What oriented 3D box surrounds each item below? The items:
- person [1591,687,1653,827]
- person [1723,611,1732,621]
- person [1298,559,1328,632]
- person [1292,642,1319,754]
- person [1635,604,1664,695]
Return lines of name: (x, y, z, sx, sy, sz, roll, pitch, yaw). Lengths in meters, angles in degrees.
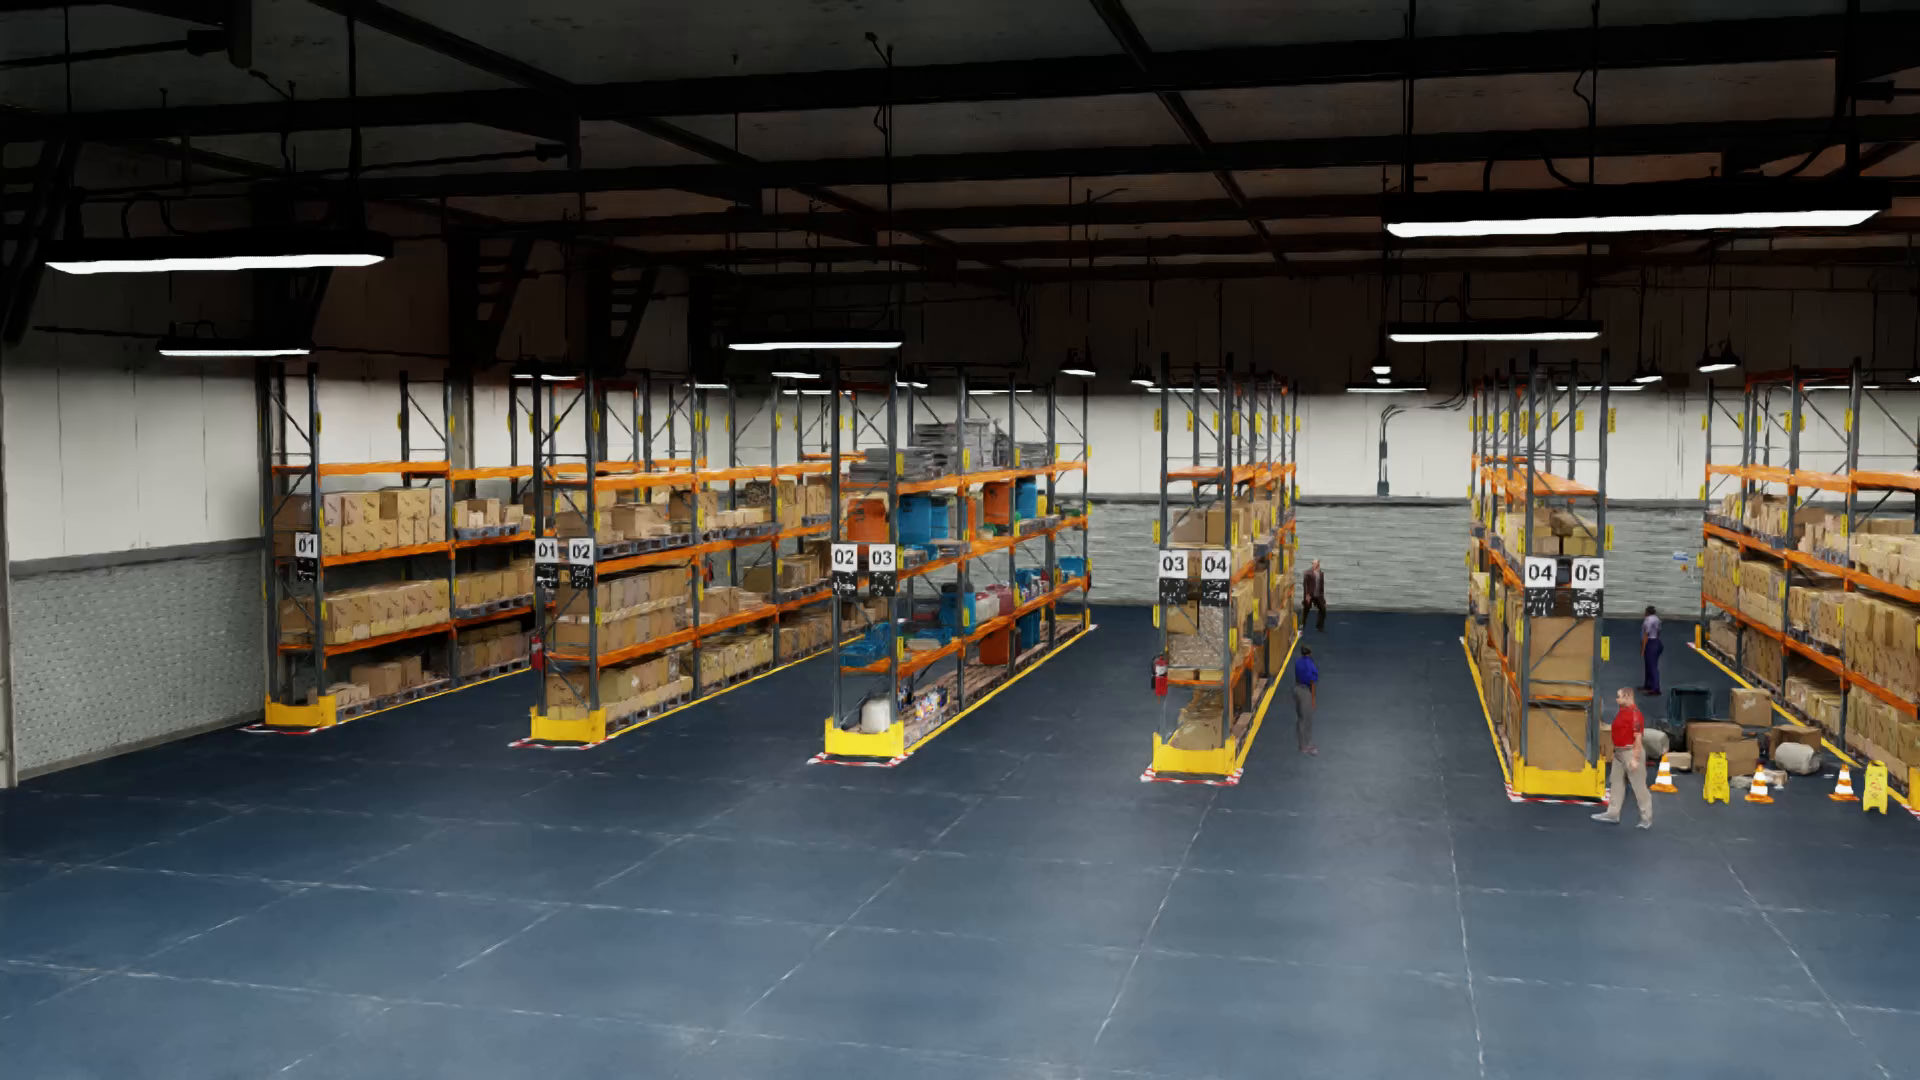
person: (8.283, 2.683, 20.721, 0.631, 1.711, 0.674, 0, 4, -2)
person: (18.440, 1.340, 39.602, 0.621, 1.782, 0.581, -1, 4, -19)
person: (8.502, 1.316, 40.070, 0.624, 1.745, 0.766, -1, 4, -17)
person: (5.288, 2.382, 25.303, 0.414, 1.666, 0.507, -1, 4, -17)
person: (12.745, 2.007, 30.758, 0.551, 1.642, 0.599, 4, 5, 43)
